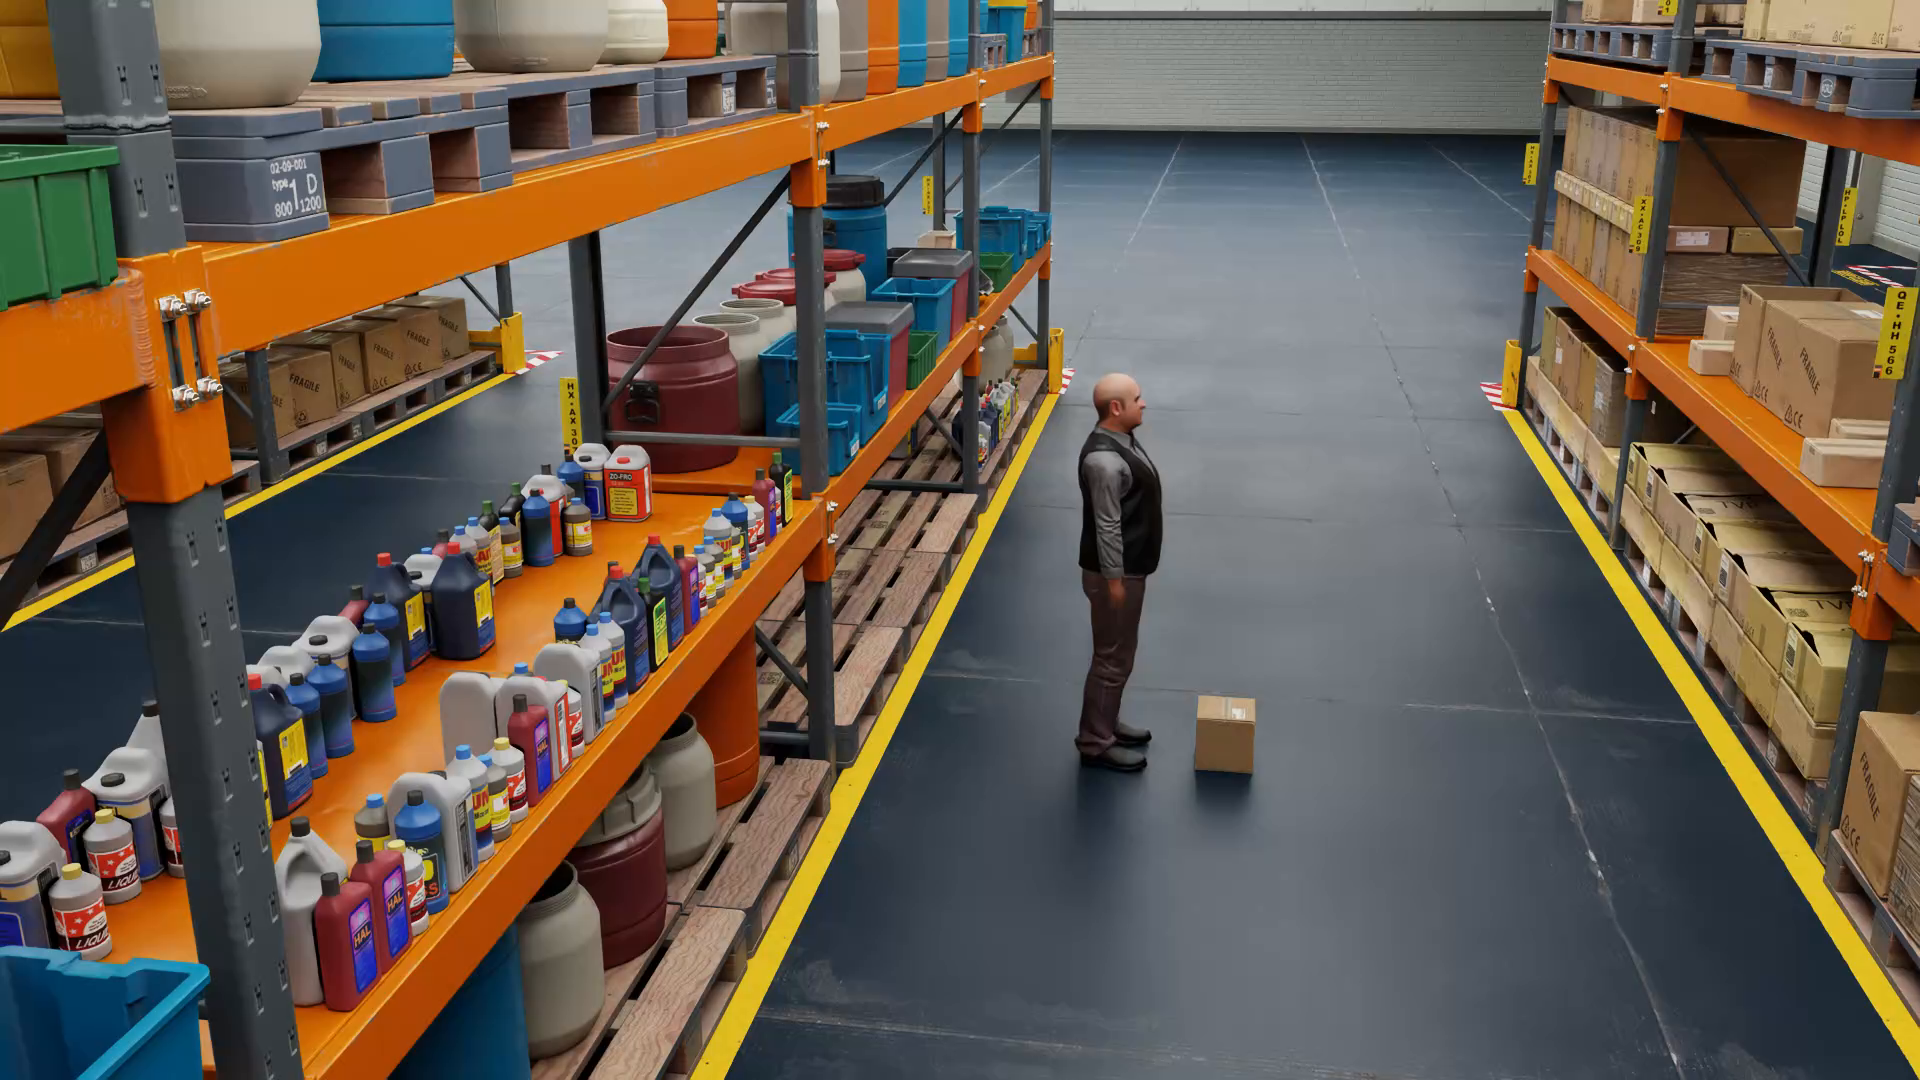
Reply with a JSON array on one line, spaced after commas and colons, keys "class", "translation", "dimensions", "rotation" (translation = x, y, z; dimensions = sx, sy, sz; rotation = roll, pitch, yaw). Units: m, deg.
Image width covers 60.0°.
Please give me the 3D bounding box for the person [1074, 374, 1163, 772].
[{"class": "person", "translation": [0.689, 0.128, 7.197], "dimensions": [0.359, 1.718, 0.529], "rotation": [3, 18, 10]}]
